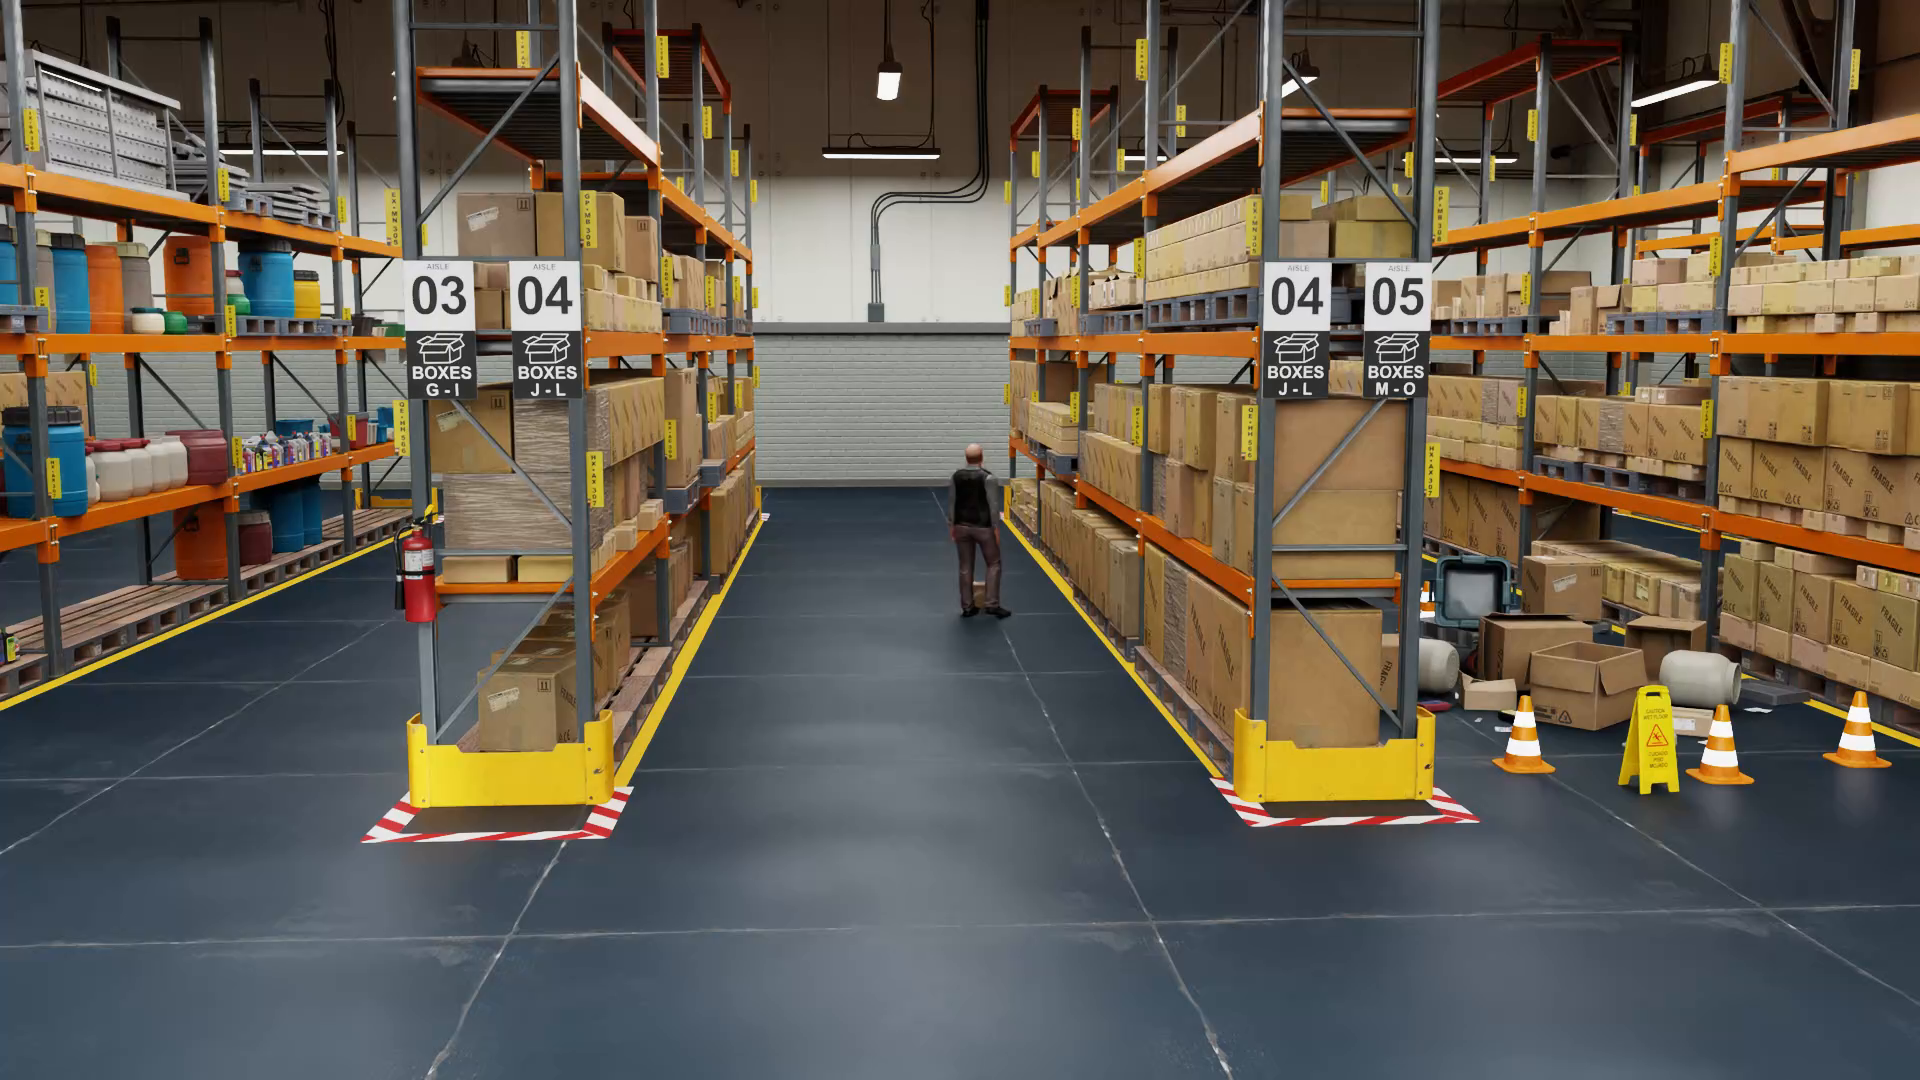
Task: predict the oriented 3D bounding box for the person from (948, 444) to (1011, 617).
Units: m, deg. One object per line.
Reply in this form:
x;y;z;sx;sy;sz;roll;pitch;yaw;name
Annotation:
0.186;-0.093;16.630;0.647;1.736;0.354;2;7;19;person
